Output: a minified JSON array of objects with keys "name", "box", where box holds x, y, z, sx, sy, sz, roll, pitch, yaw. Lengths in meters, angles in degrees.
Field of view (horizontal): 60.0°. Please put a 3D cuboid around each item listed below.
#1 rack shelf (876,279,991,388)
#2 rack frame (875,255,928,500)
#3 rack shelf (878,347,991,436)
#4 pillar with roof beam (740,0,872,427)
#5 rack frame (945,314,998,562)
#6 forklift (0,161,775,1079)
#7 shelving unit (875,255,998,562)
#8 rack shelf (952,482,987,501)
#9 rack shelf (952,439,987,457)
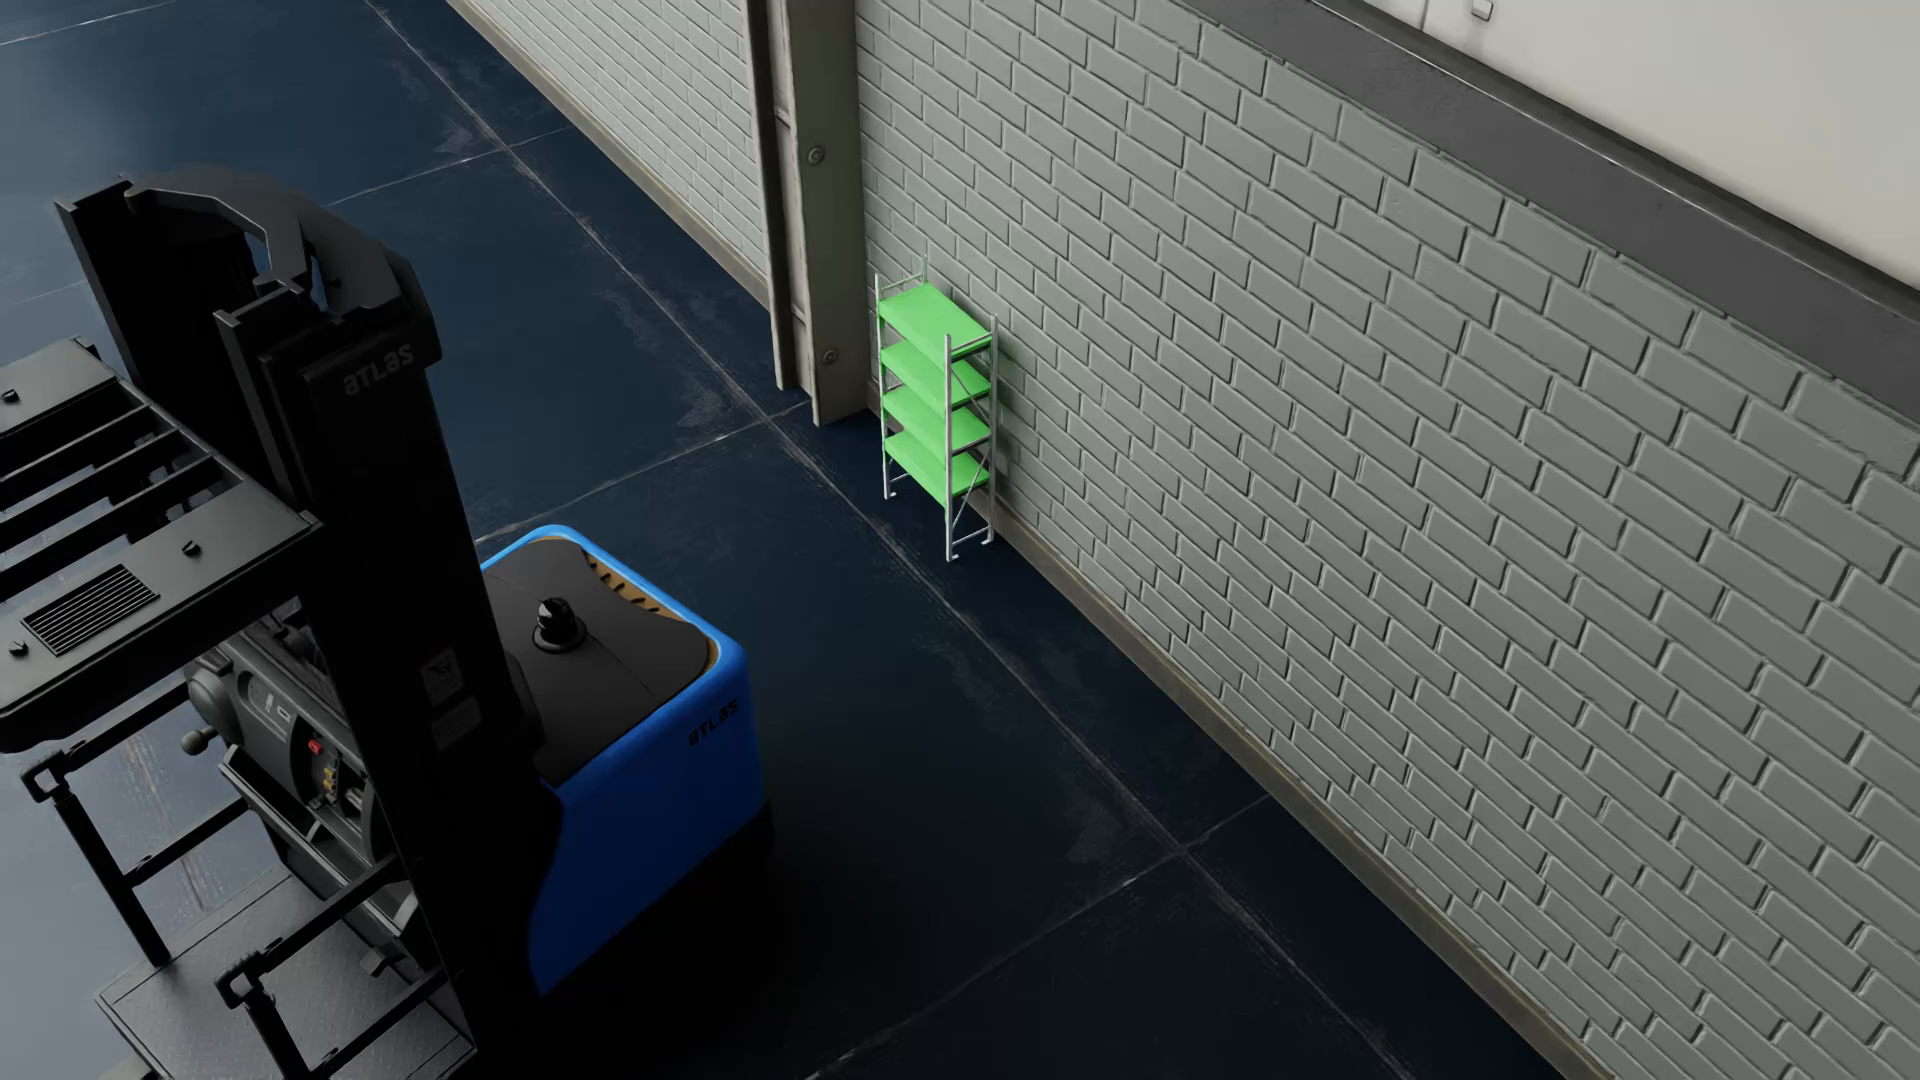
[{"name":"rack shelf","box":[-0.095,-0.829,6.638,0.258,0.148,0.480,-26,49,-24]},{"name":"rack frame","box":[-0.234,-0.666,7.070,0.240,1.200,0.015,-26,49,-24]},{"name":"rack shelf","box":[-0.095,-0.655,6.803,0.258,0.148,0.480,-26,49,-24]},{"name":"pillar with roof beam","box":[-4.178,-2.253,3.084,9.100,9.000,0.400,-26,49,-24]},{"name":"rack frame","box":[0.045,-0.390,6.780,0.240,1.200,0.015,-26,49,-24]},{"name":"forklift","box":[-2.012,0.623,4.465,1.130,2.935,3.031,31,52,28]},{"name":"shelving unit","box":[-0.095,-0.528,6.925,0.258,1.200,0.503,-26,49,-24]},{"name":"rack shelf","box":[-0.095,-0.329,7.115,0.199,0.029,0.442,-26,49,-24]},{"name":"rack shelf","box":[-0.095,-0.502,6.949,0.199,0.029,0.442,-26,49,-24]}]
